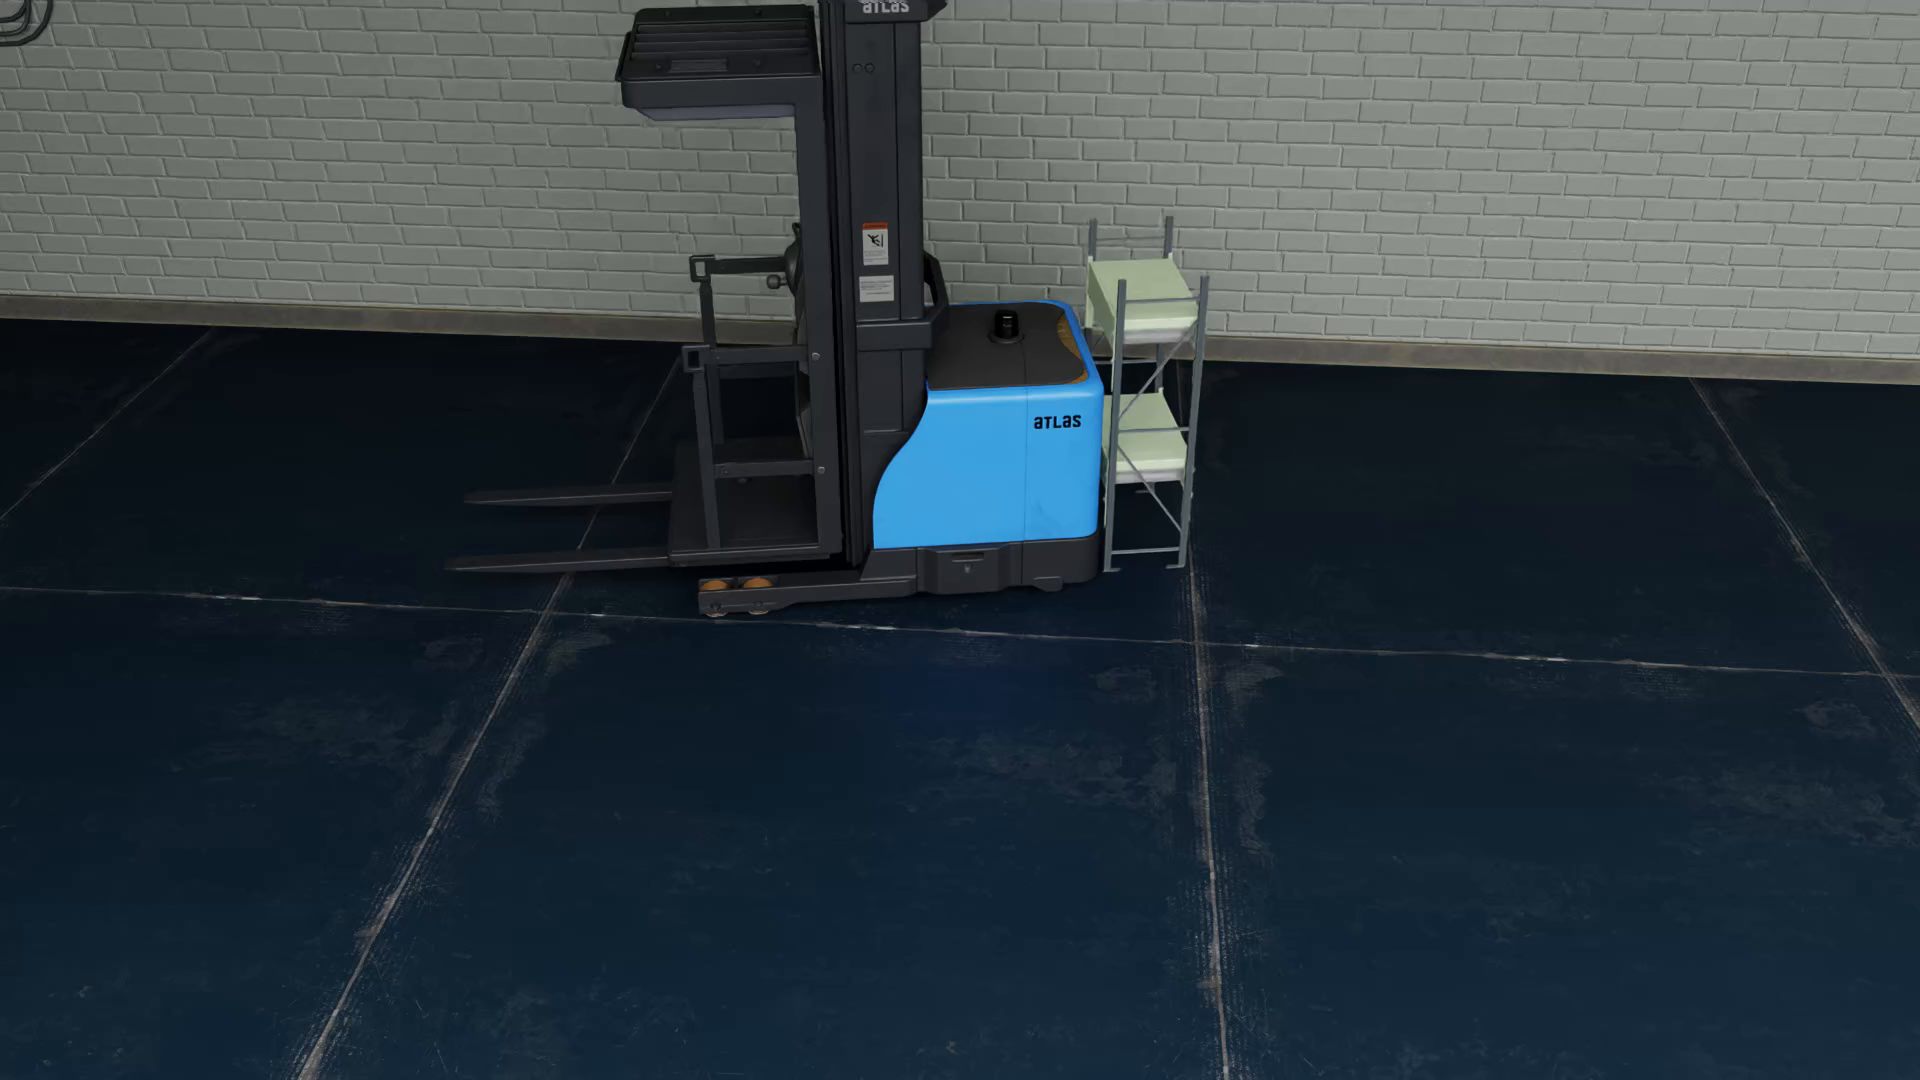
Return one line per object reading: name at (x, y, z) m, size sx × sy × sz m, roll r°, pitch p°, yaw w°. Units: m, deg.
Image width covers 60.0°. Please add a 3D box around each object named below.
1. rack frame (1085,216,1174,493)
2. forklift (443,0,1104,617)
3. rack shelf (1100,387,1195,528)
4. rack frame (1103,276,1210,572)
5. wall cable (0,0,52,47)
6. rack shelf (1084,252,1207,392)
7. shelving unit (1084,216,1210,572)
rack frame at (0.812, -0.882, 8.251) m, size 0.400 × 1.500 × 0.023 m, roll -3°, pitch 32°, yaw -5°
forklift at (-0.898, -1.185, 7.379) m, size 3.031 × 2.935 × 1.130 m, roll -3°, pitch 32°, yaw -5°
rack shelf at (0.850, -0.413, 8.112) m, size 0.431 × 0.370 × 0.720 m, roll -3°, pitch 32°, yaw -5°
rack frame at (0.888, -0.500, 7.632) m, size 0.400 × 1.500 × 0.023 m, roll -3°, pitch 32°, yaw -5°
wall cable at (-6.660, -3.926, 9.003) m, size 3.097 × 2.526 × 0.112 m, roll 2°, pitch 32°, yaw 4°
rack shelf at (0.850, -1.023, 7.737) m, size 0.431 × 0.370 × 0.720 m, roll -3°, pitch 32°, yaw -5°
shelving unit at (0.850, -0.691, 7.941) m, size 0.431 × 1.500 × 0.755 m, roll -3°, pitch 32°, yaw -5°
